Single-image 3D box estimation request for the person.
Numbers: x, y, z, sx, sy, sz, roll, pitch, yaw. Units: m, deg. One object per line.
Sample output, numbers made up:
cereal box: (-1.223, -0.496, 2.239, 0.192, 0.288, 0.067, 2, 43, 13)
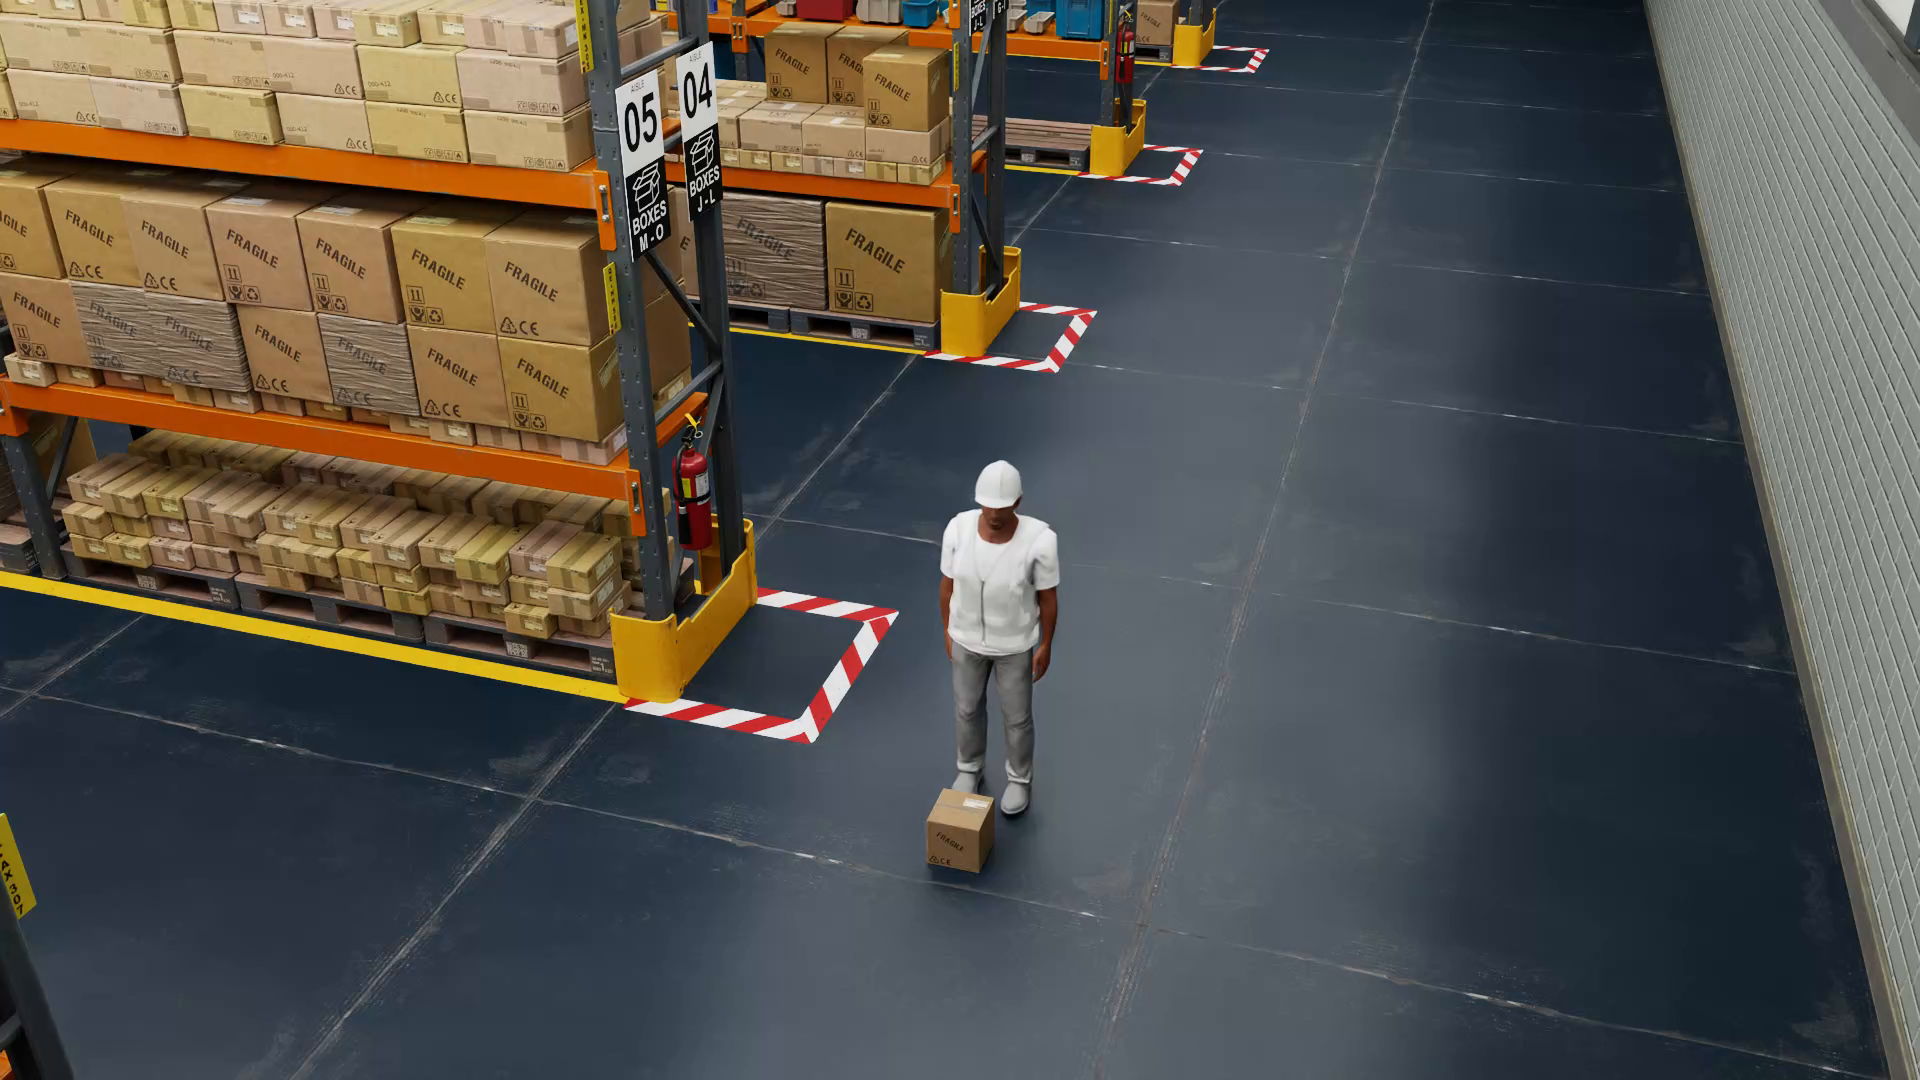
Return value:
person: (0.165, 0.452, 7.671, 0.562, 1.763, 0.366, 9, 30, 16)
